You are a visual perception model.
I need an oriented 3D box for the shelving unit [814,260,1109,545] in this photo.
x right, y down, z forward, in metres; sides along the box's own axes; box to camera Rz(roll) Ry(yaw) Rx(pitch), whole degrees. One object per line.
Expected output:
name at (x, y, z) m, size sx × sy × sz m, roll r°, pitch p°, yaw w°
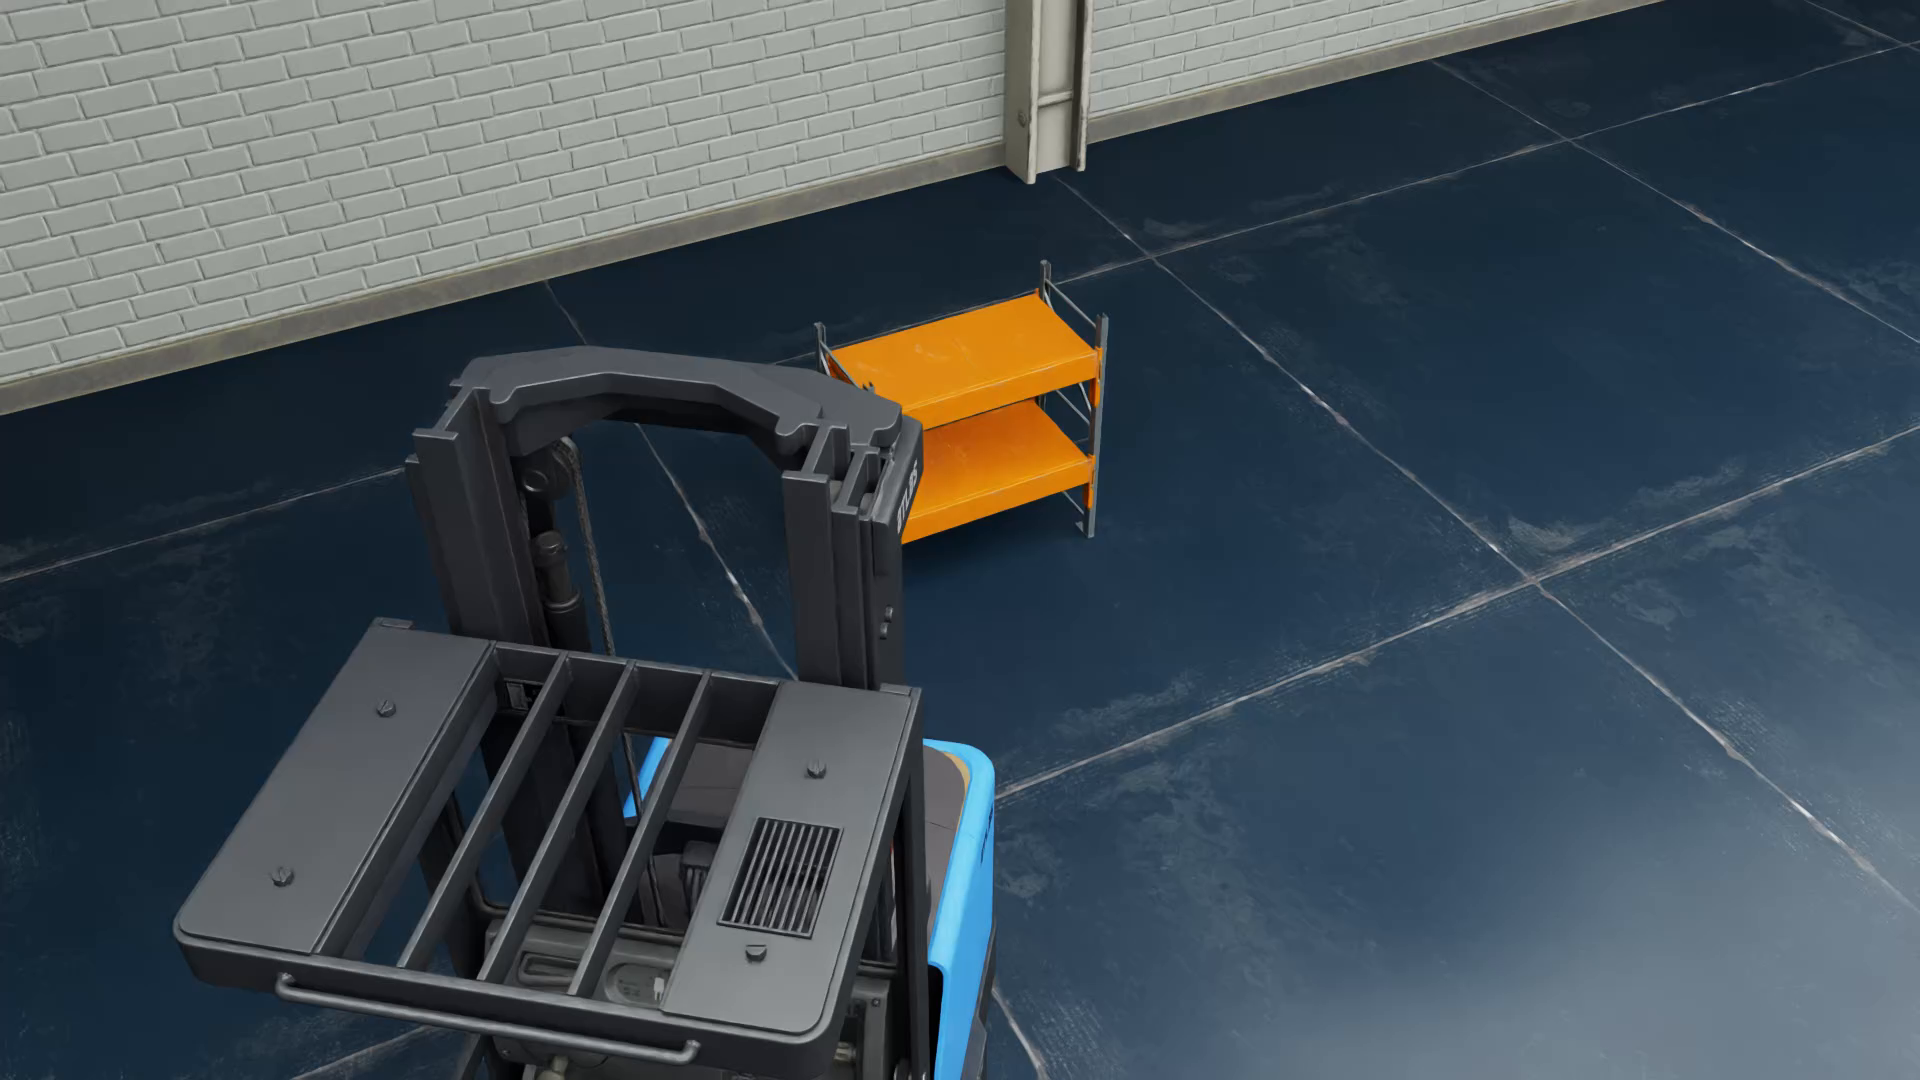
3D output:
shelving unit at (0.006, -0.431, 6.889) m, size 1.048 × 1.125 × 0.538 m, roll -19°, pitch 44°, yaw -21°

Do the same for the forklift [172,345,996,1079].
forklift at (-0.657, 1.188, 3.578) m, size 1.130 × 2.935 × 3.031 m, roll 7°, pitch 41°, yaw 8°

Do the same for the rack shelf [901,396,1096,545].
rack shelf at (0.006, -0.245, 7.047) m, size 1.000 × 0.278 × 0.538 m, roll -19°, pitch 44°, yaw -21°

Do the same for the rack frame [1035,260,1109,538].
rack frame at (0.457, -0.583, 7.068) m, size 0.032 × 1.125 × 0.500 m, roll -19°, pitch 44°, yaw -21°

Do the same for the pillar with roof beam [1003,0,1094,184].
pillar with roof beam at (2.487, -3.189, 4.052) m, size 0.400 × 9.000 × 9.100 m, roll -19°, pitch 44°, yaw -21°

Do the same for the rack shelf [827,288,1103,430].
rack shelf at (0.006, -0.655, 6.700) m, size 1.000 × 0.278 × 0.538 m, roll -19°, pitch 44°, yaw -21°

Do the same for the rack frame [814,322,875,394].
rack frame at (-0.445, -0.280, 6.710) m, size 0.032 × 1.125 × 0.500 m, roll -19°, pitch 44°, yaw -21°
